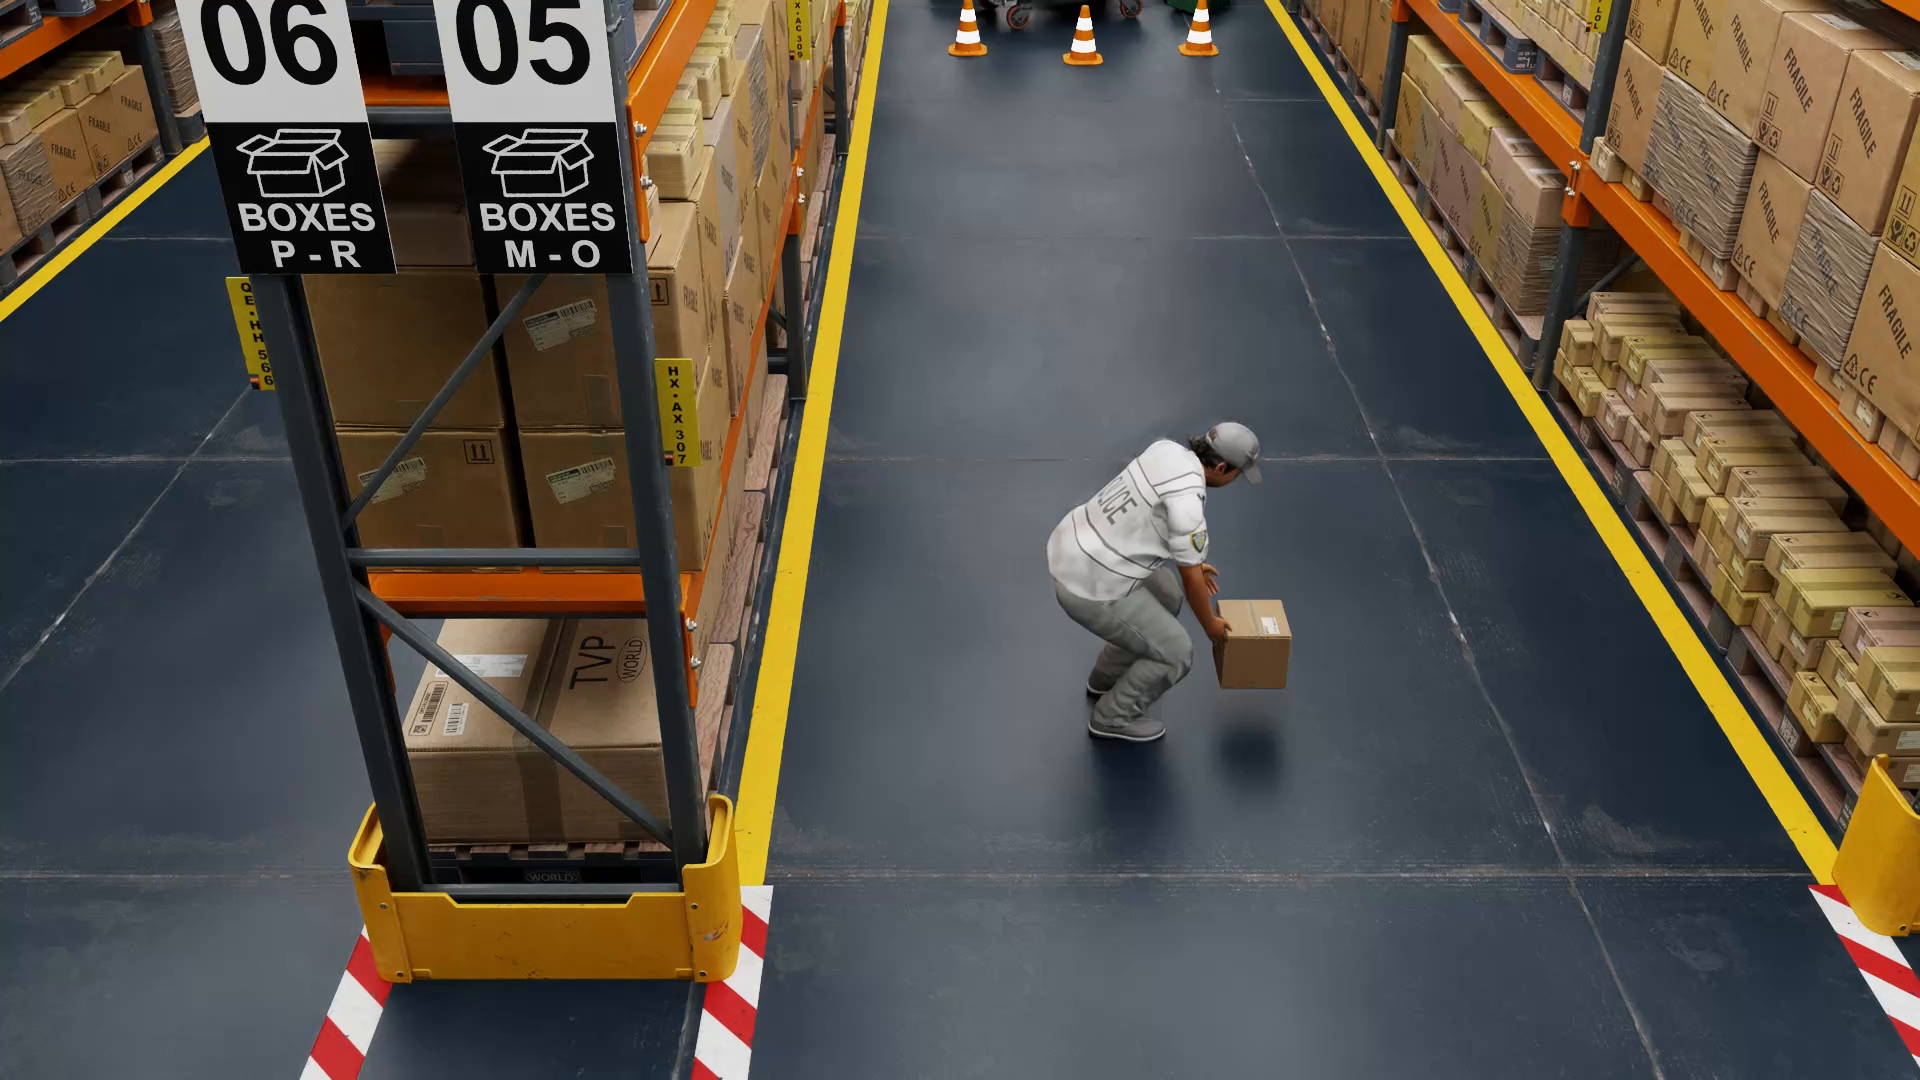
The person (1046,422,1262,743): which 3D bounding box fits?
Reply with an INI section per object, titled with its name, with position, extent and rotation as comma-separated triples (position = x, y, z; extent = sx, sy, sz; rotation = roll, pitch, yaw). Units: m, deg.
[person]
position = 0.719, 0.128, 6.311
extent = 0.784, 1.268, 0.538
rotation = 0, 32, 0
